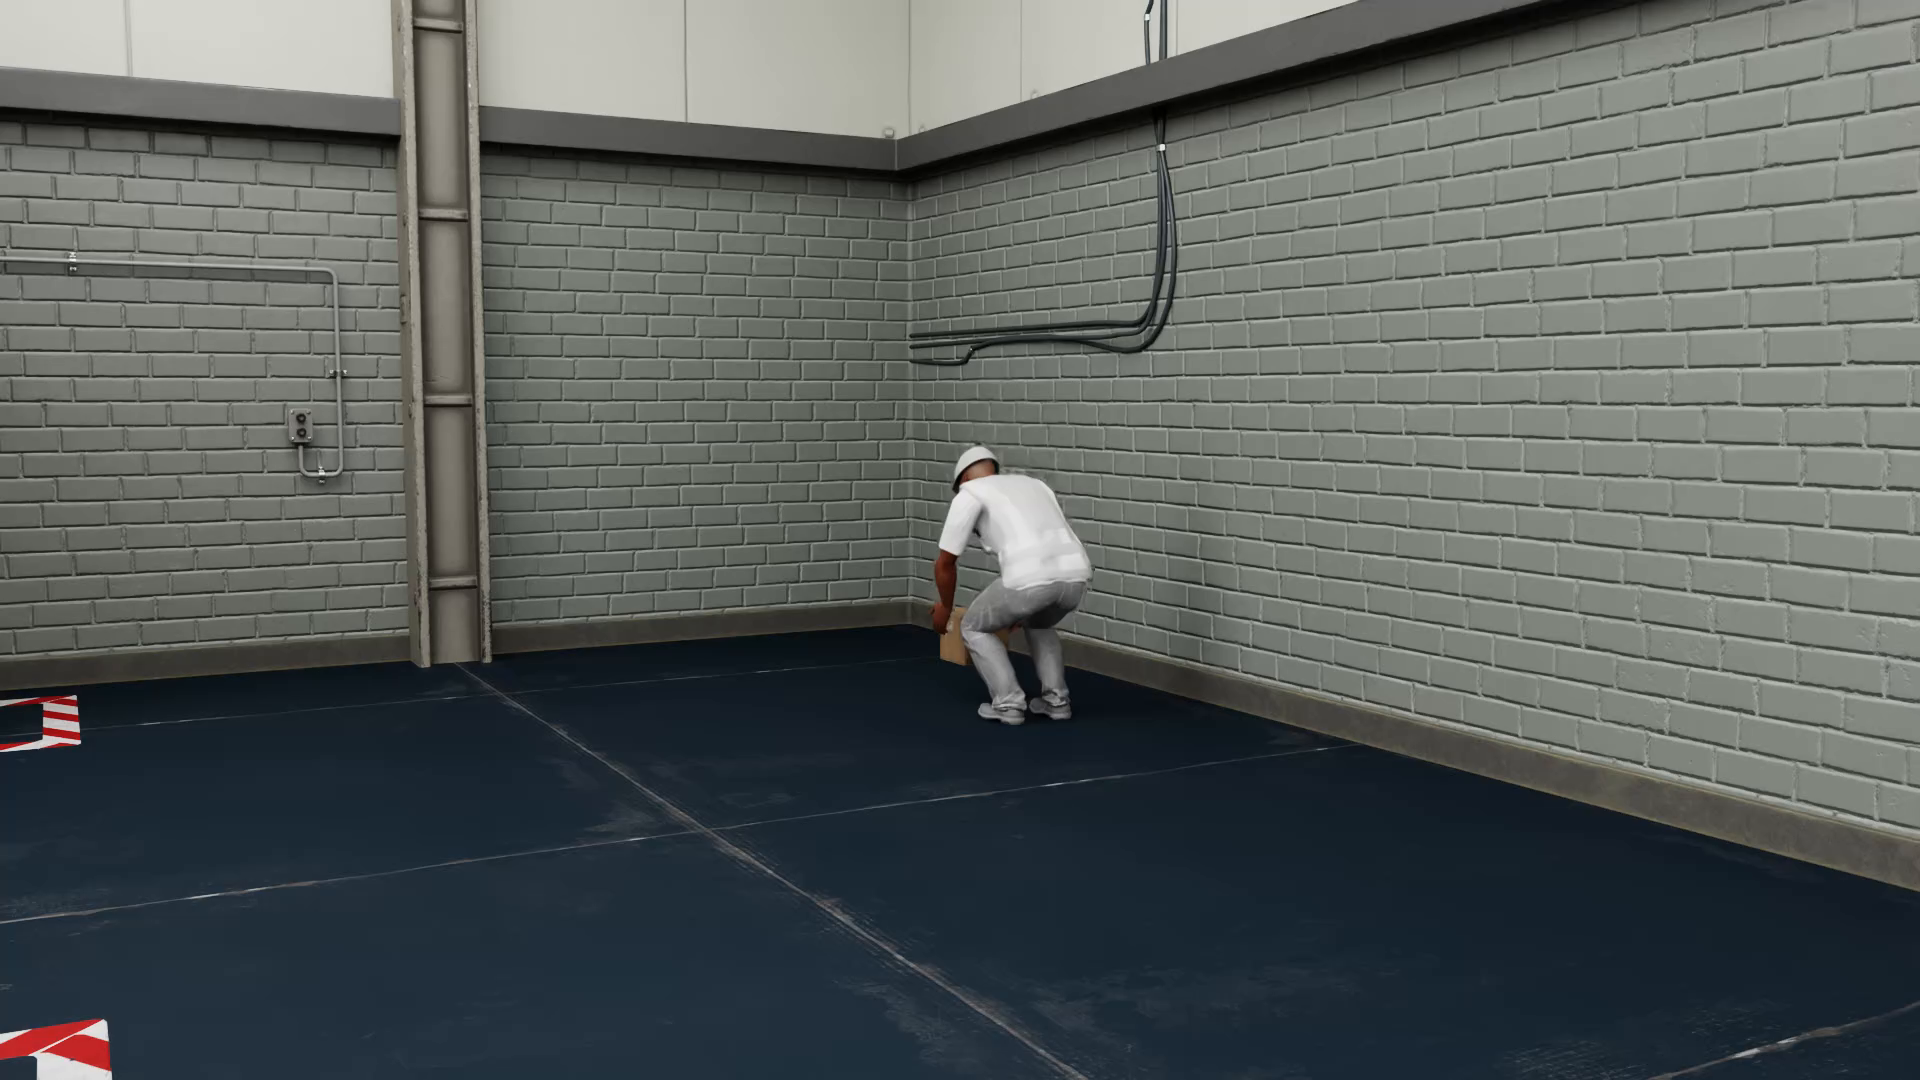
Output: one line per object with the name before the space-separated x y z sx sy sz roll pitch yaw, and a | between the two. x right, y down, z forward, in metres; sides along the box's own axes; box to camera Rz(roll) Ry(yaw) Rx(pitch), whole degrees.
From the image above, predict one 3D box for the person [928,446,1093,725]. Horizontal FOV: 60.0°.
person | 0.230 0.200 7.758 0.626 1.260 0.823 -3 6 -29
